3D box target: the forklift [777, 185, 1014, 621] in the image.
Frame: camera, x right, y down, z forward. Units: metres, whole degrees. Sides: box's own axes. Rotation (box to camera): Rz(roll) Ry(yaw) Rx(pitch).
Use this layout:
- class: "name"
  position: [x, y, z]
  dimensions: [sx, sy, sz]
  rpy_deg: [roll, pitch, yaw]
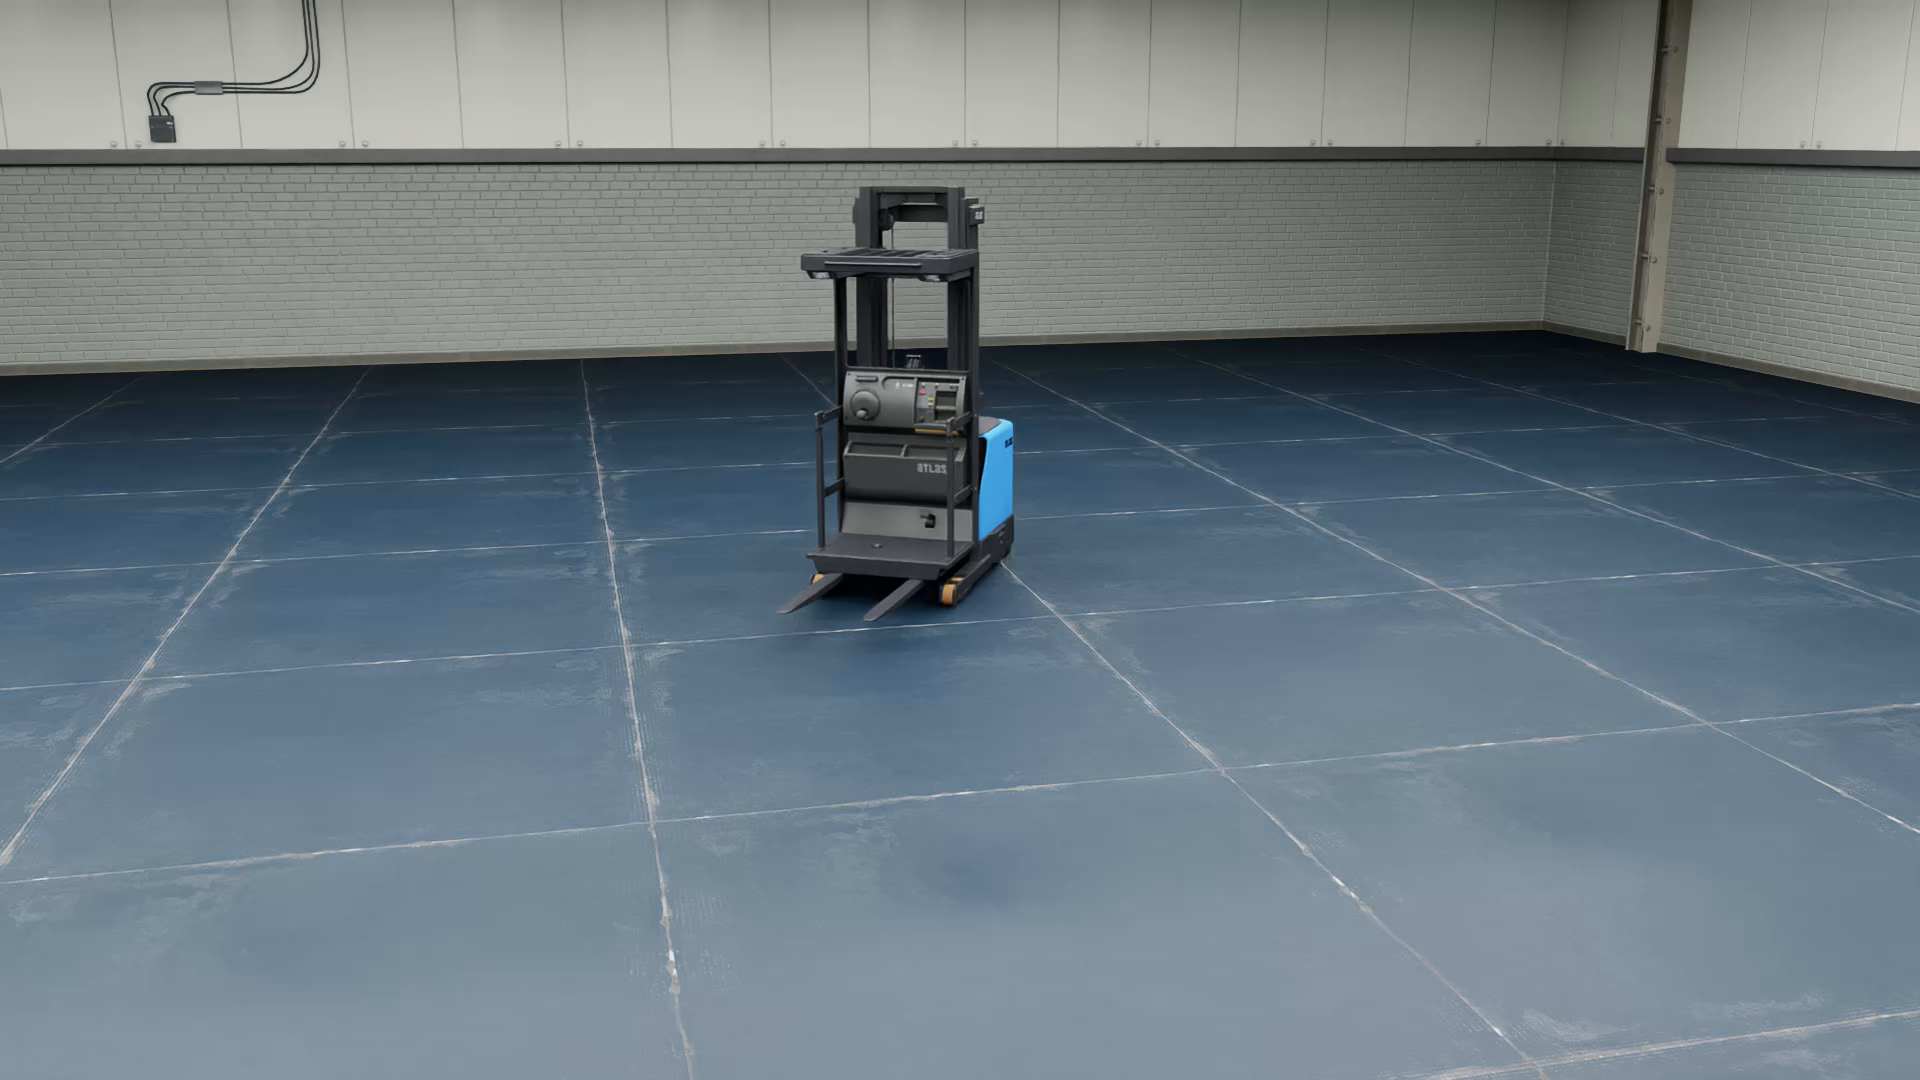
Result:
- class: "forklift"
  position: [-0.466, -1.049, 12.045]
  dimensions: [1.130, 2.935, 3.031]
  rpy_deg: [4, 14, 16]

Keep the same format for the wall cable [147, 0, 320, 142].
- class: "wall cable"
  position: [-10.107, -8.514, 22.648]
  dimensions: [2.305, 6.003, 0.169]
  rpy_deg: [-3, 14, -13]

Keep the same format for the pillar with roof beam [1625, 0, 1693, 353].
- class: "pillar with roof beam"
  position: [6.502, -7.099, 24.022]
  dimensions: [9.100, 9.000, 0.400]
  rpy_deg: [-3, 14, -13]
